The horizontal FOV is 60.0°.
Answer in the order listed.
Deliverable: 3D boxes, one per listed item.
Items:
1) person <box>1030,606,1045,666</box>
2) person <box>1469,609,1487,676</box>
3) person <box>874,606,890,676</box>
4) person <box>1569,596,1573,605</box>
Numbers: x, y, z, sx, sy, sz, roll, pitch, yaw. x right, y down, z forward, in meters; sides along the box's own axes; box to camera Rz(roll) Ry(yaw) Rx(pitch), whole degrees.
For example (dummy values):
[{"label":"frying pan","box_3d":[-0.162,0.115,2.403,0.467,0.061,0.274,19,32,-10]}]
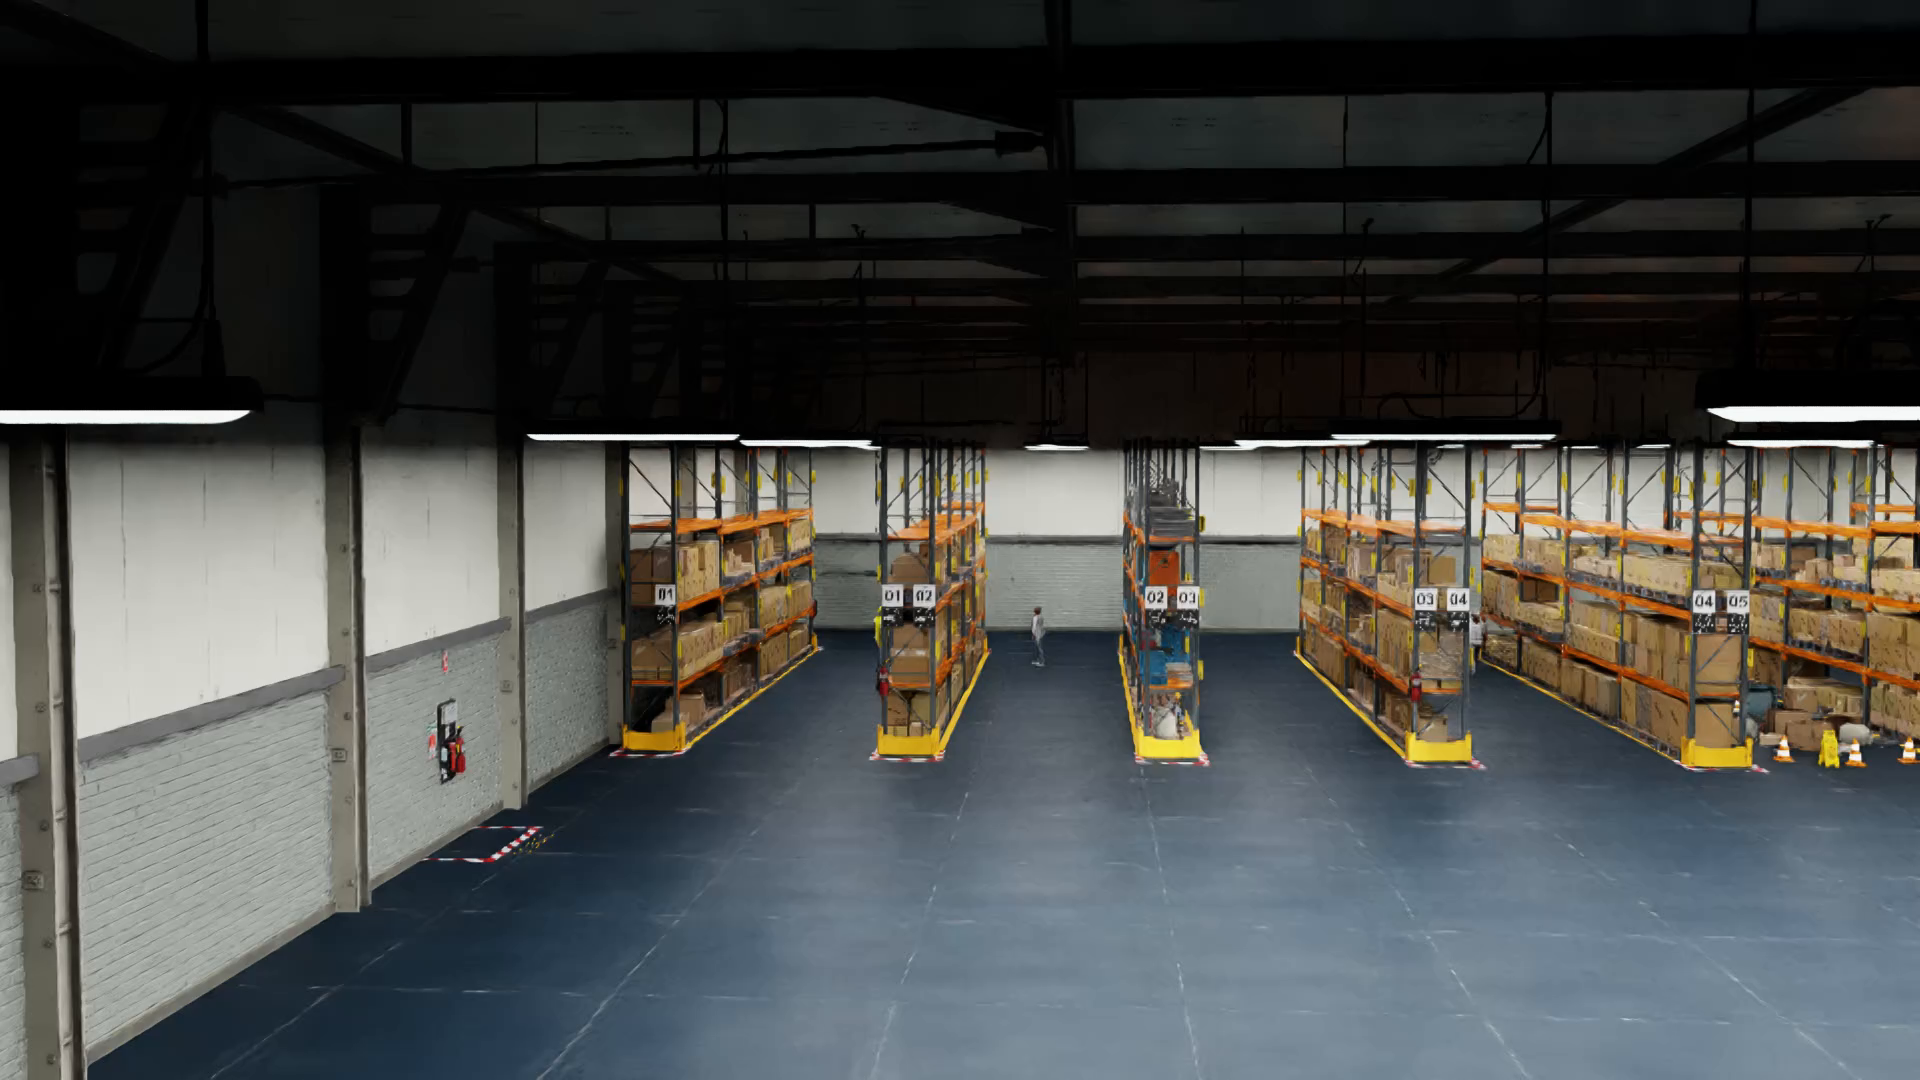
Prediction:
[{"label":"person","box_3d":[2.070,2.542,44.342,0.532,1.588,0.536,2,4,30]},{"label":"person","box_3d":[13.172,2.596,42.478,0.575,1.689,1.127,0,3,2]},{"label":"person","box_3d":[-1.938,2.558,42.345,0.448,1.768,0.632,-1,3,-26]},{"label":"person","box_3d":[16.464,2.401,45.051,0.388,1.785,0.676,0,3,6]}]
